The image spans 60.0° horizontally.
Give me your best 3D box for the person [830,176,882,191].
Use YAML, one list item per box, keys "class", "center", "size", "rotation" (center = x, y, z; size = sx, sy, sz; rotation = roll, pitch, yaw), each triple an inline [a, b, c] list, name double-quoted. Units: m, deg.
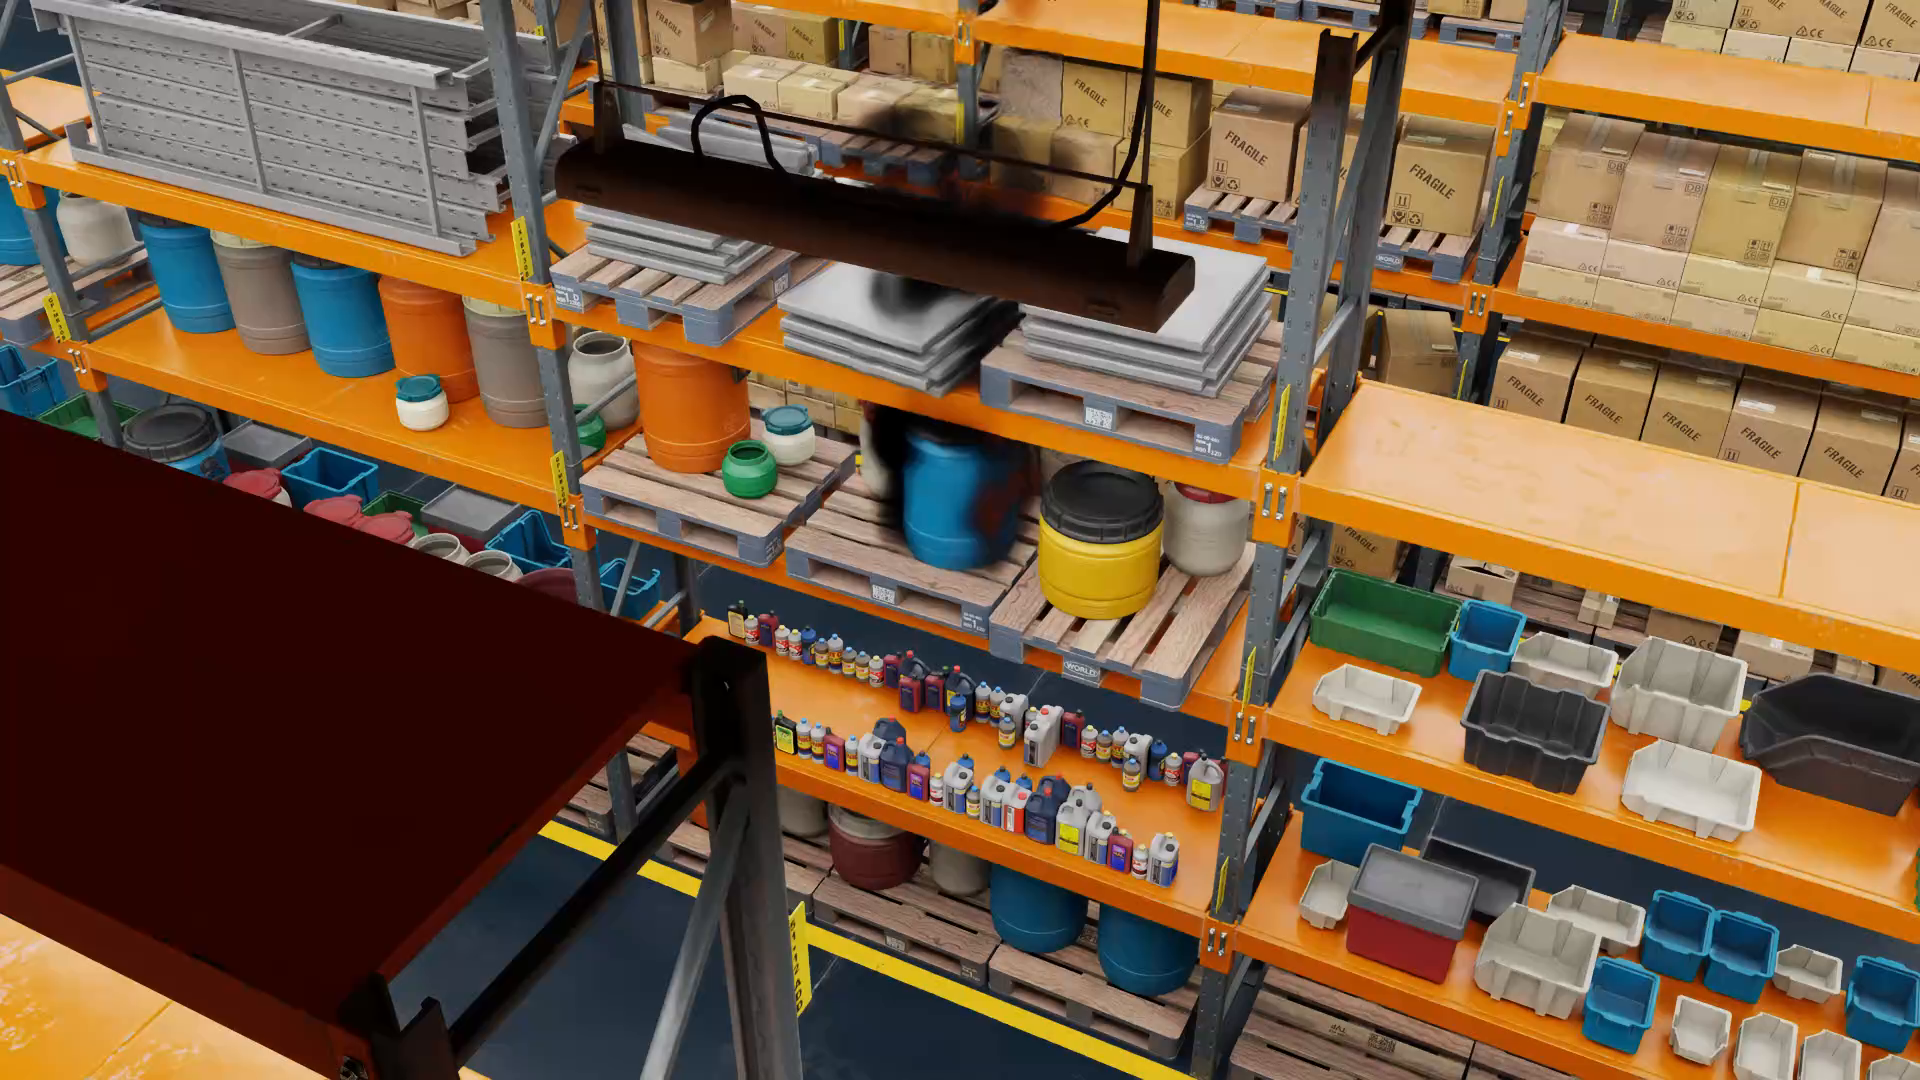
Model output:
- class: "person"
  center: [-1.041, -3.227, 17.034]
  size: [0.815, 1.705, 0.601]
  rotation: [15, 38, 20]
